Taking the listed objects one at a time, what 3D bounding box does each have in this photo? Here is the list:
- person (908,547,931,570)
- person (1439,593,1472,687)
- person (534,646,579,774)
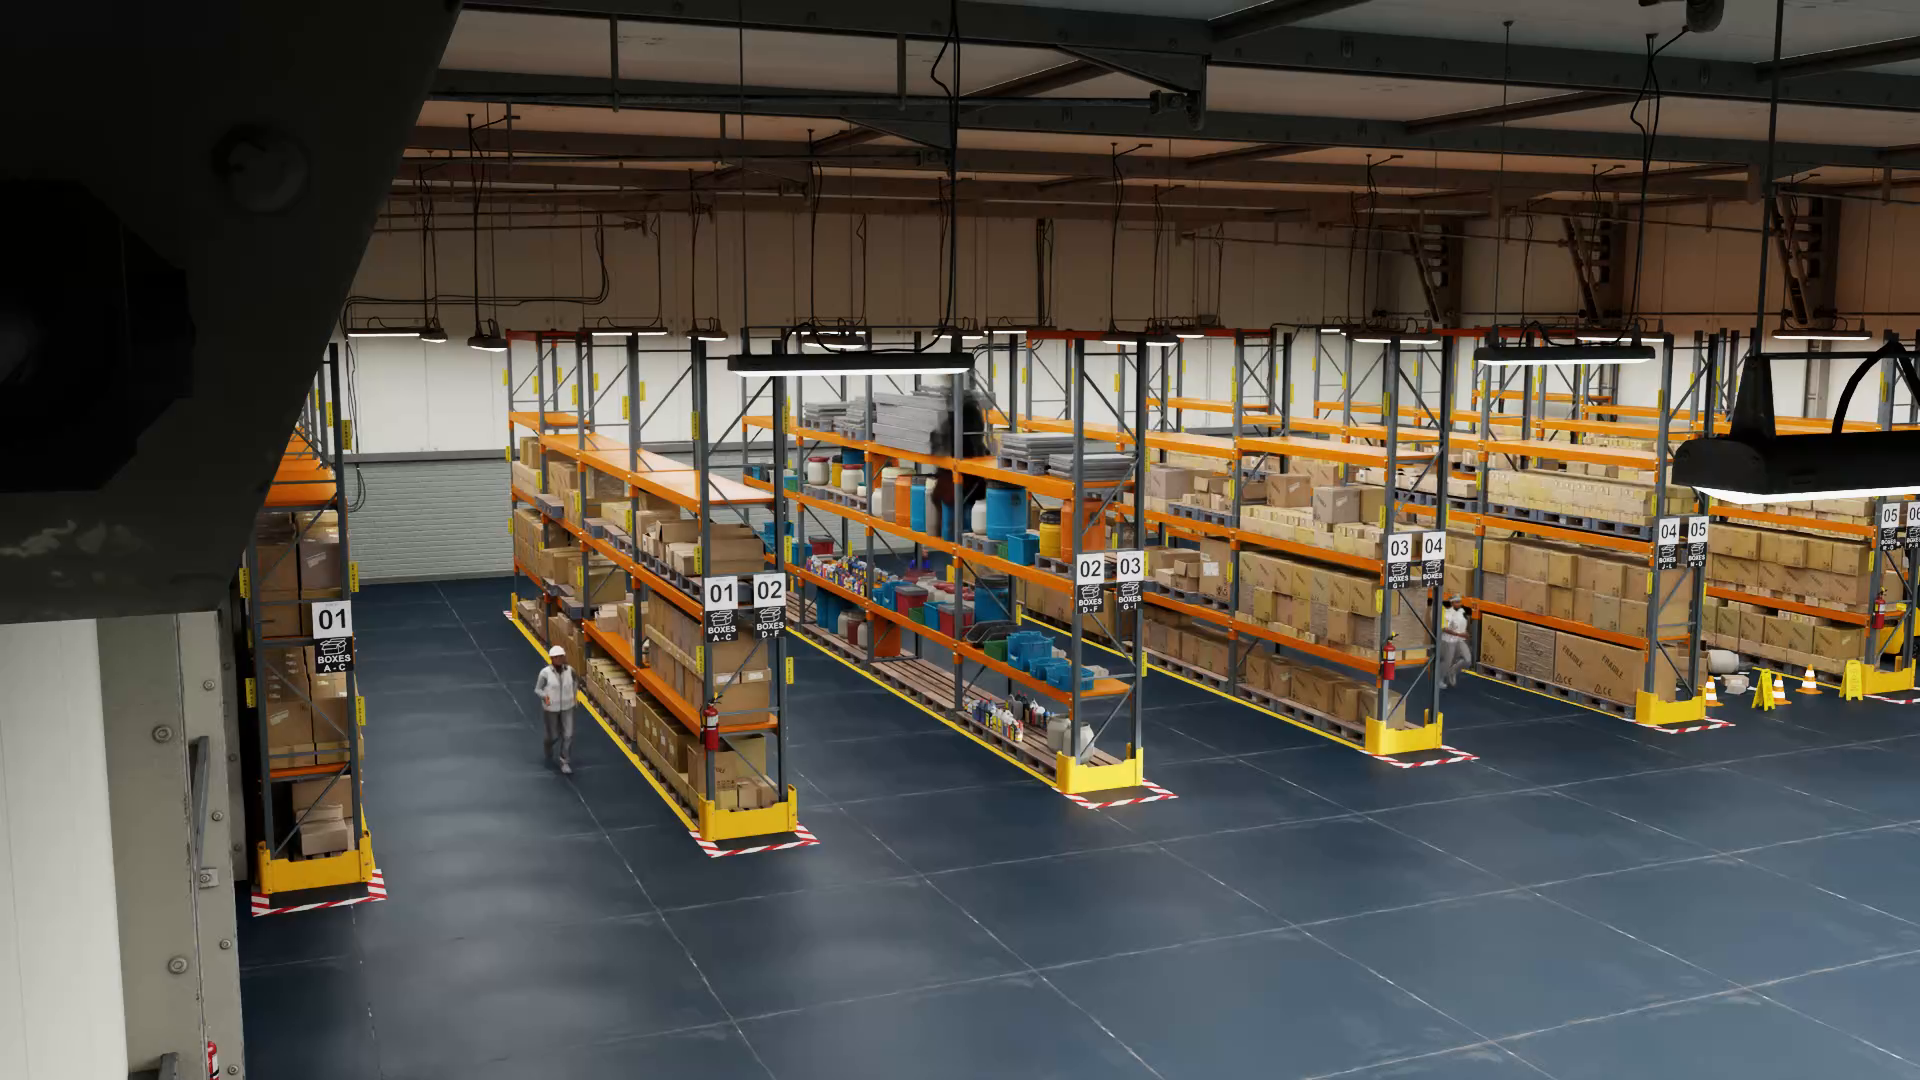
[{"bbox_3d":[-0.853,0.944,33.999,0.589,1.635,0.763,-5,9,-32],"label":"person"},{"bbox_3d":[8.362,1.698,28.022,0.596,1.653,0.764,-3,8,-22],"label":"person"},{"bbox_3d":[-5.610,2.321,23.191,0.650,1.754,0.876,-4,9,-27],"label":"person"}]
